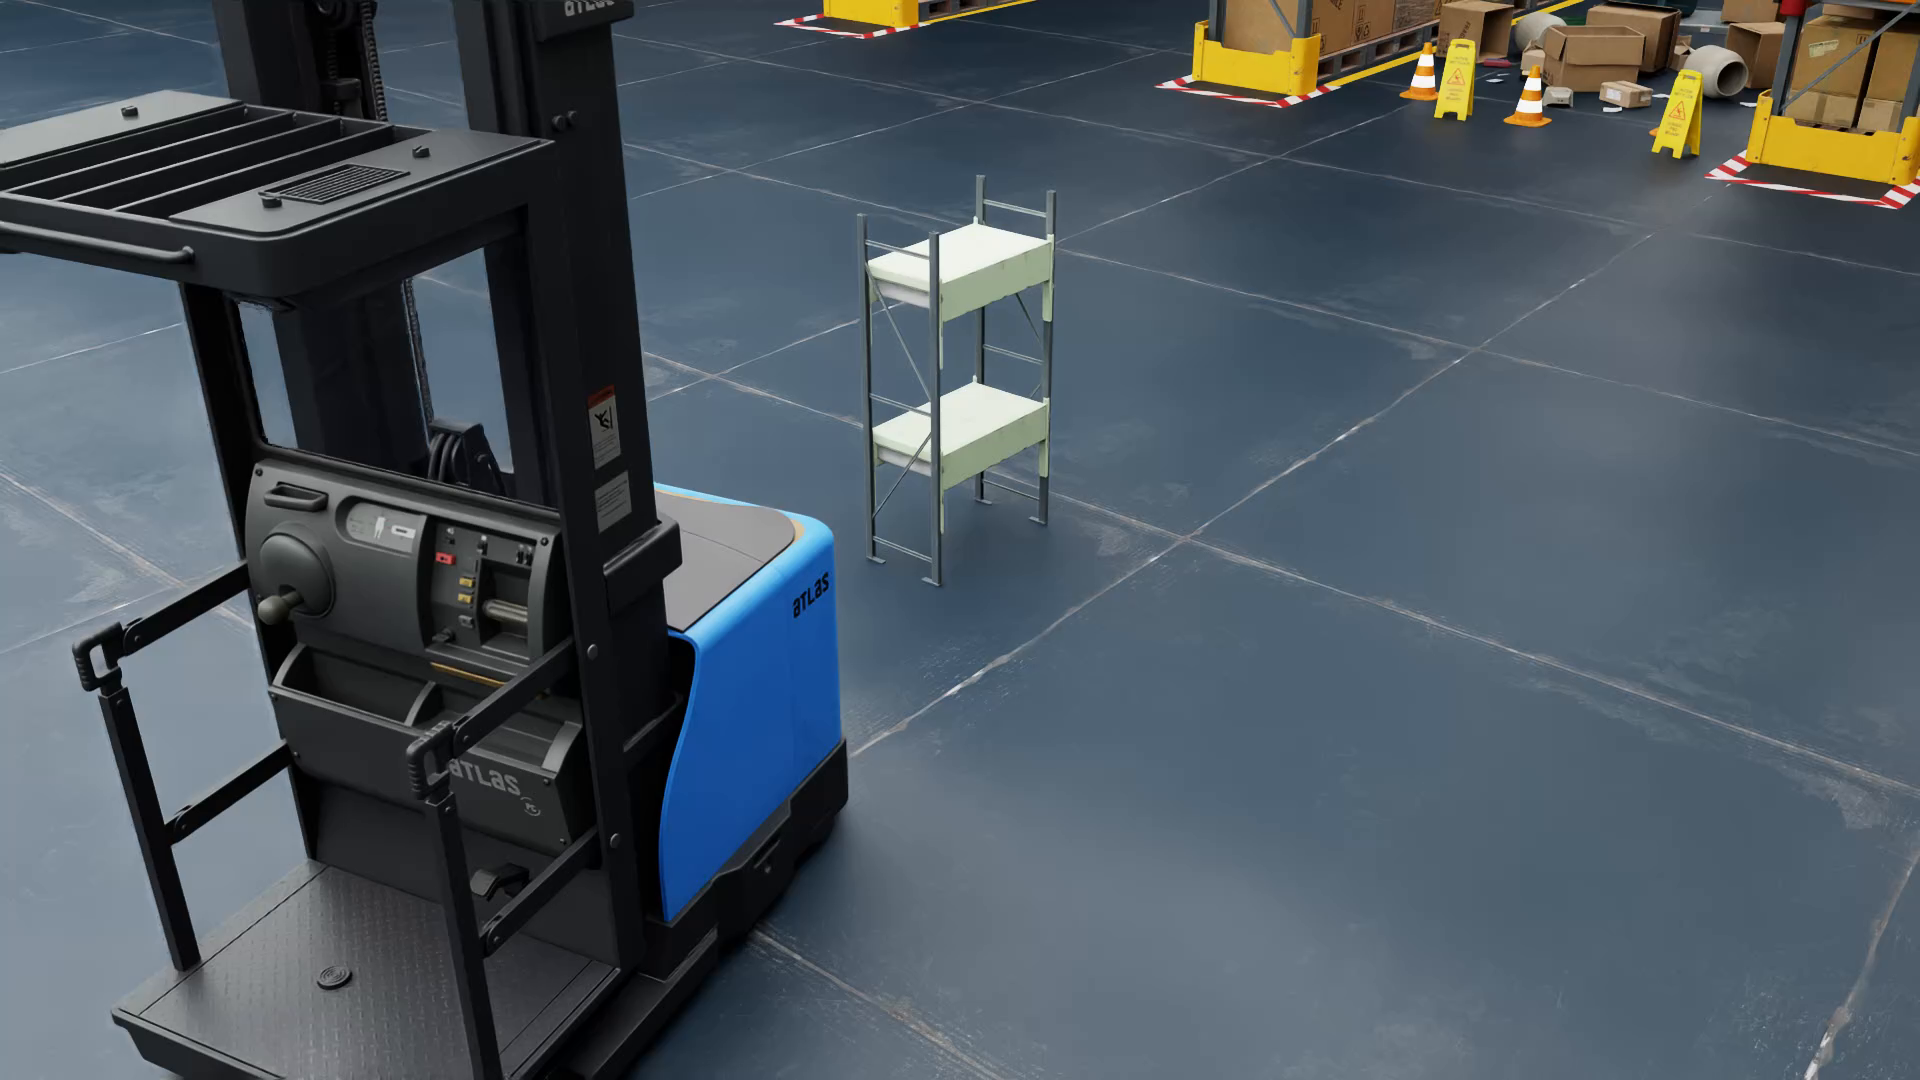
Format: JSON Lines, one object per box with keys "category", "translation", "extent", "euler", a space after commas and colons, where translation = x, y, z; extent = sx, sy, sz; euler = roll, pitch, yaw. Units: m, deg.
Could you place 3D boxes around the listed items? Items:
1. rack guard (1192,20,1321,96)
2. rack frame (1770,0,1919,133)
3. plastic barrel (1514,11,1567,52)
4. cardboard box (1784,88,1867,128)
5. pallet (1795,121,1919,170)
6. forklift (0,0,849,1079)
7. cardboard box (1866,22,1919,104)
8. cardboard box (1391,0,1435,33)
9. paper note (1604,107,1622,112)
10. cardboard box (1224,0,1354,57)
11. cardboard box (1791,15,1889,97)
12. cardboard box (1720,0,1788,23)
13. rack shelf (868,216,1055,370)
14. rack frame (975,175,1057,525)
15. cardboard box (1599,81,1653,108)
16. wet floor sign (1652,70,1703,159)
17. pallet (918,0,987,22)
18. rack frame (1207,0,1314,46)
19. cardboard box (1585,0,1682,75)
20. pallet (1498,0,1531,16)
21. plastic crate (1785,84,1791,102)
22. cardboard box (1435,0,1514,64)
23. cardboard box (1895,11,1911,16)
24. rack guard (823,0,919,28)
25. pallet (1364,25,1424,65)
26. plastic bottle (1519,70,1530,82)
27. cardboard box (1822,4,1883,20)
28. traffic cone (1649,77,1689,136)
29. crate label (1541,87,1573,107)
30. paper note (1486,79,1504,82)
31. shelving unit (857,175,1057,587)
{"category": "rack guard", "translation": [2.714, -4.444, 15.296], "extent": [1.175, 0.500, 0.348], "euler": [21, 34, 34]}
{"category": "rack frame", "translation": [6.613, -4.152, 12.011], "extent": [1.000, 3.000, 0.127], "euler": [21, 34, 34]}
{"category": "plastic barrel", "translation": [5.736, -4.986, 16.427], "extent": [0.421, 0.421, 0.512], "euler": [-5, 28, -9]}
{"category": "cardboard box", "translation": [6.935, -3.491, 13.268], "extent": [0.500, 0.250, 0.500], "euler": [21, 34, 34]}
{"category": "pallet", "translation": [7.206, -3.218, 13.240], "extent": [1.003, 0.211, 1.213], "euler": [21, 34, 34]}
{"category": "forklift", "translation": [-1.453, 0.109, 3.849], "extent": [1.130, 2.935, 3.031], "euler": [12, 30, 22]}
{"category": "cardboard box", "translation": [7.354, -3.664, 12.787], "extent": [0.500, 0.500, 0.500], "euler": [19, 33, 33]}
{"category": "cardboard box", "translation": [4.249, -5.700, 16.859], "extent": [0.875, 0.875, 0.875], "euler": [21, 34, 35]}
{"category": "paper note", "translation": [5.679, -3.750, 14.465], "extent": [0.148, 0.019, 0.142], "euler": [9, 29, 17]}
{"category": "cardboard box", "translation": [3.110, -5.065, 15.632], "extent": [0.875, 0.875, 0.875], "euler": [21, 34, 35]}
{"category": "cardboard box", "translation": [6.922, -3.810, 13.070], "extent": [0.500, 0.500, 0.500], "euler": [21, 34, 35]}
{"category": "cardboard box", "translation": [7.765, -5.305, 16.137], "extent": [0.500, 0.500, 0.500], "euler": [21, 34, 34]}
{"category": "rack shelf", "translation": [-0.004, -1.010, 6.721], "extent": [0.431, 0.370, 0.720], "euler": [21, 34, 34]}
{"category": "rack frame", "translation": [0.229, -0.794, 7.152], "extent": [0.400, 1.500, 0.023], "euler": [21, 34, 34]}
{"category": "cardboard box", "translation": [5.888, -3.940, 14.705], "extent": [0.250, 0.149, 0.380], "euler": [-10, 29, -18]}
{"category": "wet floor sign", "translation": [5.667, -3.351, 13.026], "extent": [0.232, 0.644, 0.267], "euler": [-15, 31, -27]}
{"category": "pallet", "translation": [-0.441, -6.114, 18.839], "extent": [1.003, 0.211, 1.213], "euler": [21, 34, 34]}
{"category": "rack frame", "translation": [2.729, -5.562, 14.738], "extent": [1.000, 3.000, 0.127], "euler": [21, 34, 34]}
{"category": "cardboard box", "translation": [6.365, -4.800, 15.833], "extent": [0.797, 0.637, 0.503], "euler": [21, 34, 34]}
{"category": "pallet", "translation": [5.706, -6.038, 18.691], "extent": [1.003, 0.211, 1.213], "euler": [21, 34, 34]}
{"category": "plastic crate", "translation": [7.526, -3.956, 14.810], "extent": [0.402, 0.080, 0.583], "euler": [9, 29, 17]}
{"category": "cardboard box", "translation": [5.078, -5.021, 16.409], "extent": [0.500, 0.500, 0.500], "euler": [-21, 34, -35]}
{"category": "cardboard box", "translation": [7.577, -4.173, 13.771], "extent": [0.500, 0.500, 0.500], "euler": [20, 33, 33]}
{"category": "rack guard", "translation": [-0.985, -5.965, 18.236], "extent": [1.175, 0.500, 0.348], "euler": [21, 34, 34]}
{"category": "pallet", "translation": [3.954, -5.061, 16.803], "extent": [1.003, 0.211, 1.213], "euler": [21, 34, 34]}
{"category": "plastic bottle", "translation": [5.333, -4.364, 15.618], "extent": [0.133, 0.061, 0.283], "euler": [9, 29, 17]}
{"category": "cardboard box", "translation": [7.103, -4.248, 13.210], "extent": [0.380, 0.149, 0.250], "euler": [22, 35, 36]}
{"category": "traffic cone", "translation": [5.891, -3.554, 13.617], "extent": [0.336, 0.463, 0.334], "euler": [21, 34, 34]}
{"category": "crate label", "translation": [5.271, -3.910, 14.660], "extent": [0.250, 0.136, 0.298], "euler": [4, 28, 8]}
{"category": "paper note", "translation": [5.010, -4.288, 15.507], "extent": [0.142, 0.017, 0.144], "euler": [-15, 31, -27]}
{"category": "shelving unit", "translation": [-0.004, -0.664, 6.901], "extent": [0.431, 1.500, 0.755], "euler": [21, 34, 34]}
